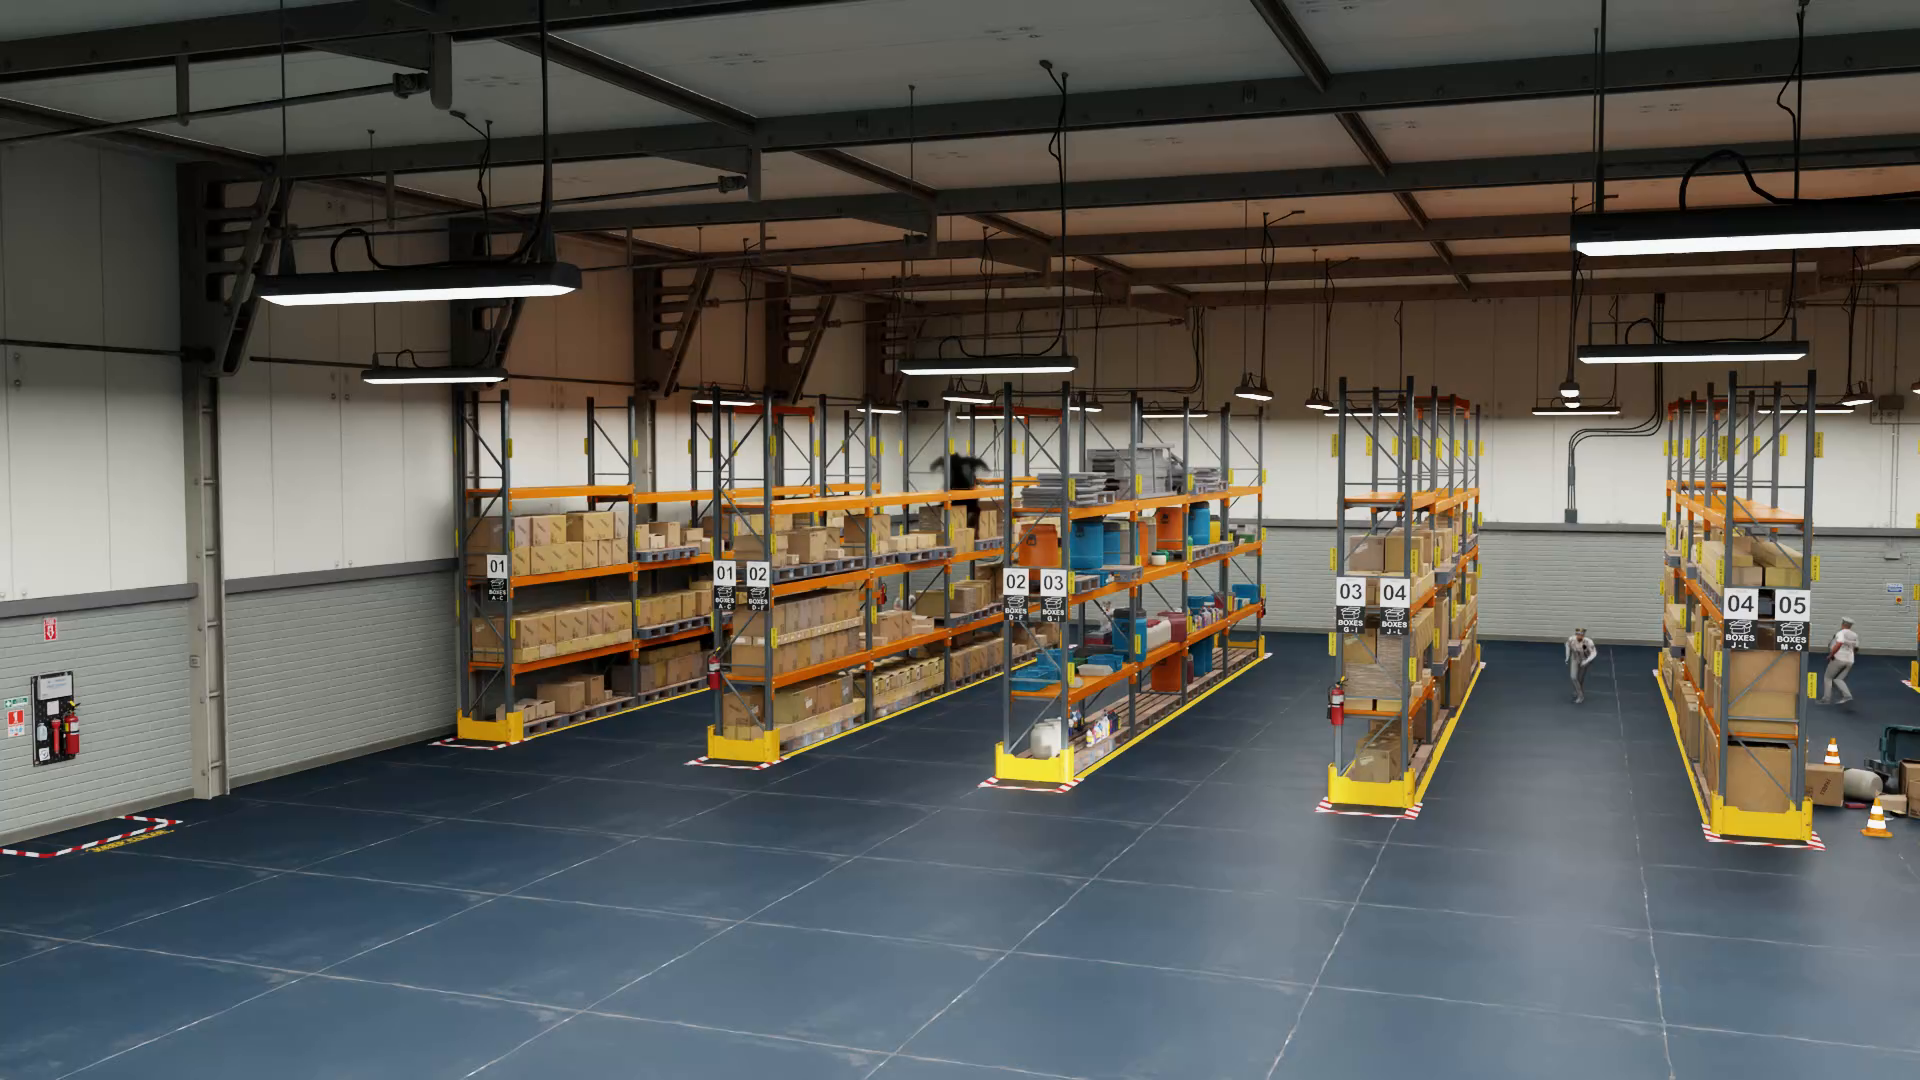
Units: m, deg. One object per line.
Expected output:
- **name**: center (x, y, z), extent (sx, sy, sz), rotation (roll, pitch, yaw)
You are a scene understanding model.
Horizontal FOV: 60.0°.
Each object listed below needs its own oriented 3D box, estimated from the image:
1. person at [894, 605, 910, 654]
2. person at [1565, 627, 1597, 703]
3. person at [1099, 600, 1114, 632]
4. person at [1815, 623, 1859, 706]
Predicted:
- **person**: center (-1.314, 1.932, 40.845), extent (0.579, 1.659, 0.943), rotation (1, 3, 11)
- **person**: center (12.327, 2.457, 32.985), extent (0.607, 1.527, 1.038), rotation (1, 3, 25)
- **person**: center (3.459, 2.099, 38.663), extent (0.517, 1.462, 1.031), rotation (2, 4, 27)
- **person**: center (17.110, 2.376, 32.256), extent (0.664, 1.688, 0.755), rotation (-1, 3, -21)
